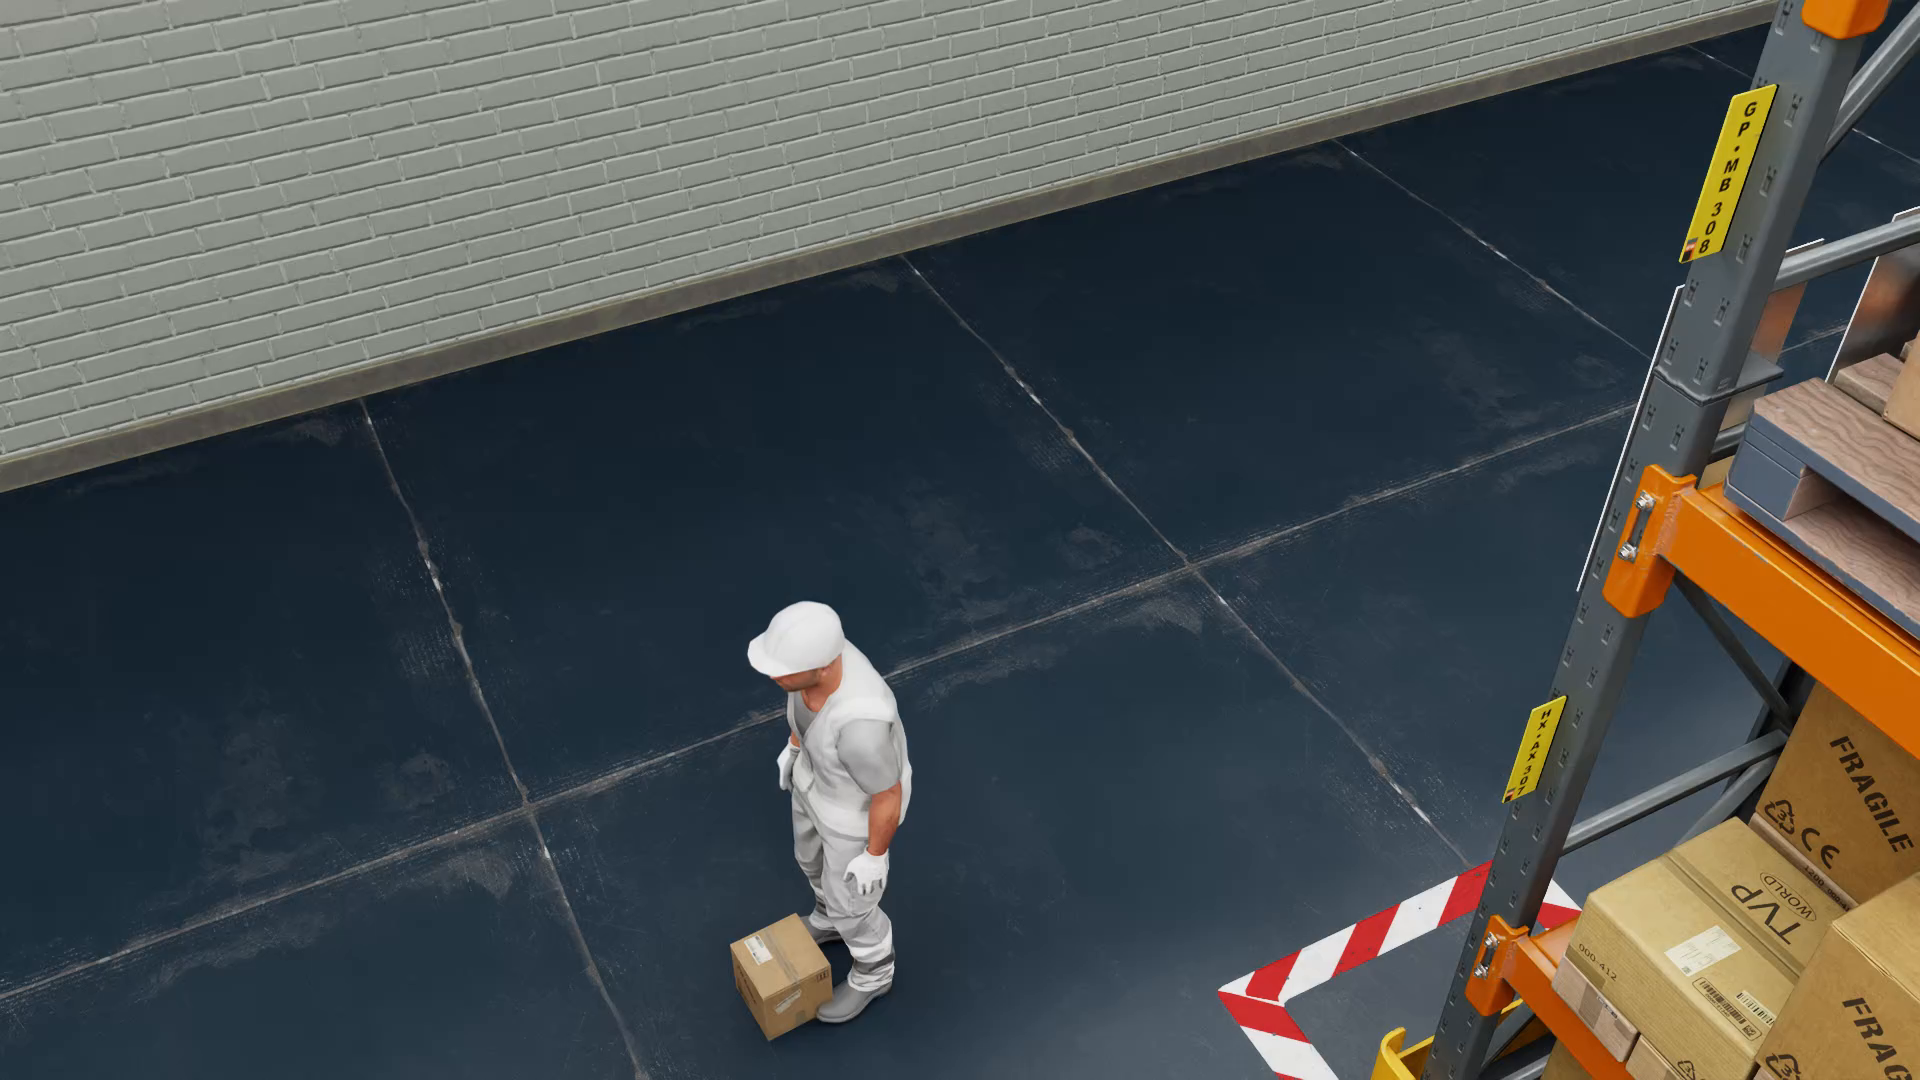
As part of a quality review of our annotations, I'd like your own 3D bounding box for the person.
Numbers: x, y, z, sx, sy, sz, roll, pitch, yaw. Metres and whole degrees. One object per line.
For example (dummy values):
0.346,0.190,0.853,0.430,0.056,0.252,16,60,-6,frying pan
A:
-0.396,0.830,5.190,0.453,1.777,0.604,-21,45,-22,person
